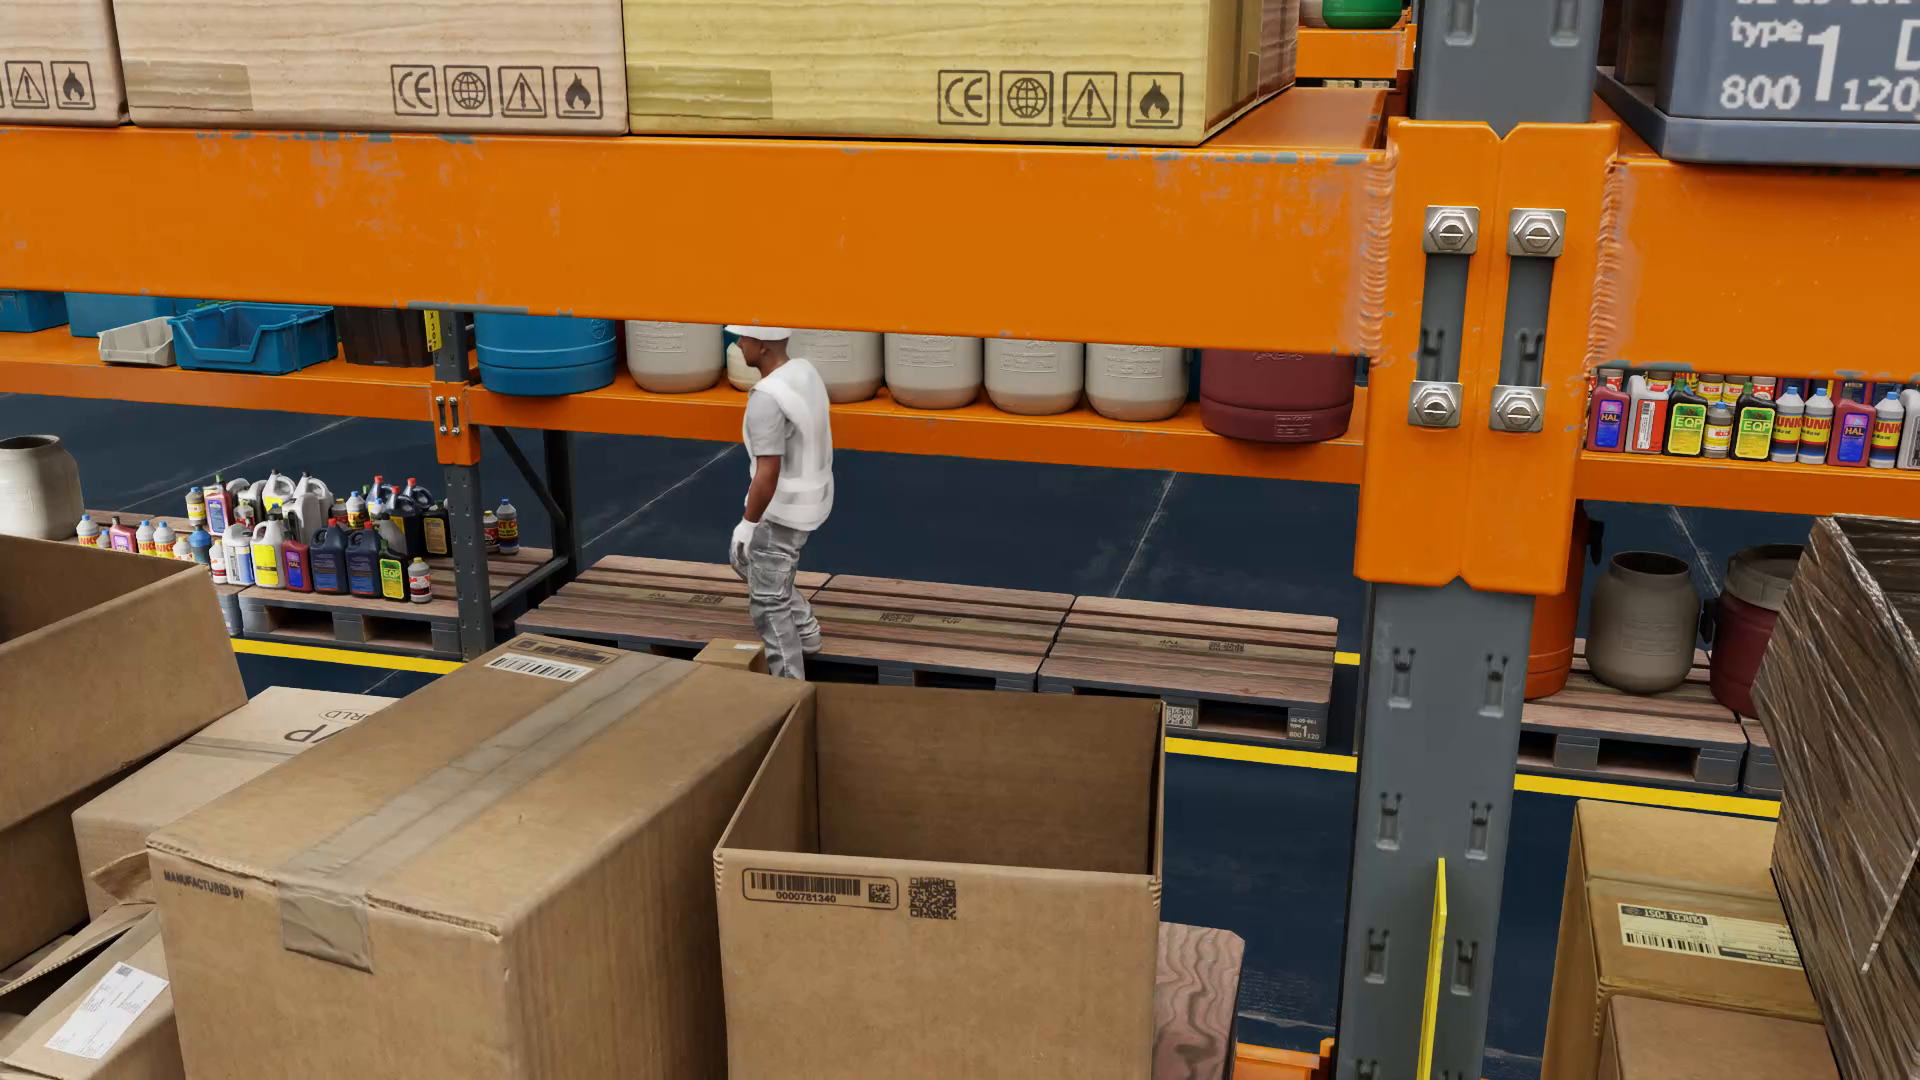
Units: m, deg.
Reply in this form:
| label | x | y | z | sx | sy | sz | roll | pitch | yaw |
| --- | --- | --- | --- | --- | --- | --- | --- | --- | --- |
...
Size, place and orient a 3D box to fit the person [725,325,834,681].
| label | x | y | z | sx | sy | sz | roll | pitch | yaw |
| --- | --- | --- | --- | --- | --- | --- | --- | --- | --- |
| person | -0.790 | -0.124 | 6.904 | 0.518 | 1.783 | 0.629 | 4 | 19 | 13 |
